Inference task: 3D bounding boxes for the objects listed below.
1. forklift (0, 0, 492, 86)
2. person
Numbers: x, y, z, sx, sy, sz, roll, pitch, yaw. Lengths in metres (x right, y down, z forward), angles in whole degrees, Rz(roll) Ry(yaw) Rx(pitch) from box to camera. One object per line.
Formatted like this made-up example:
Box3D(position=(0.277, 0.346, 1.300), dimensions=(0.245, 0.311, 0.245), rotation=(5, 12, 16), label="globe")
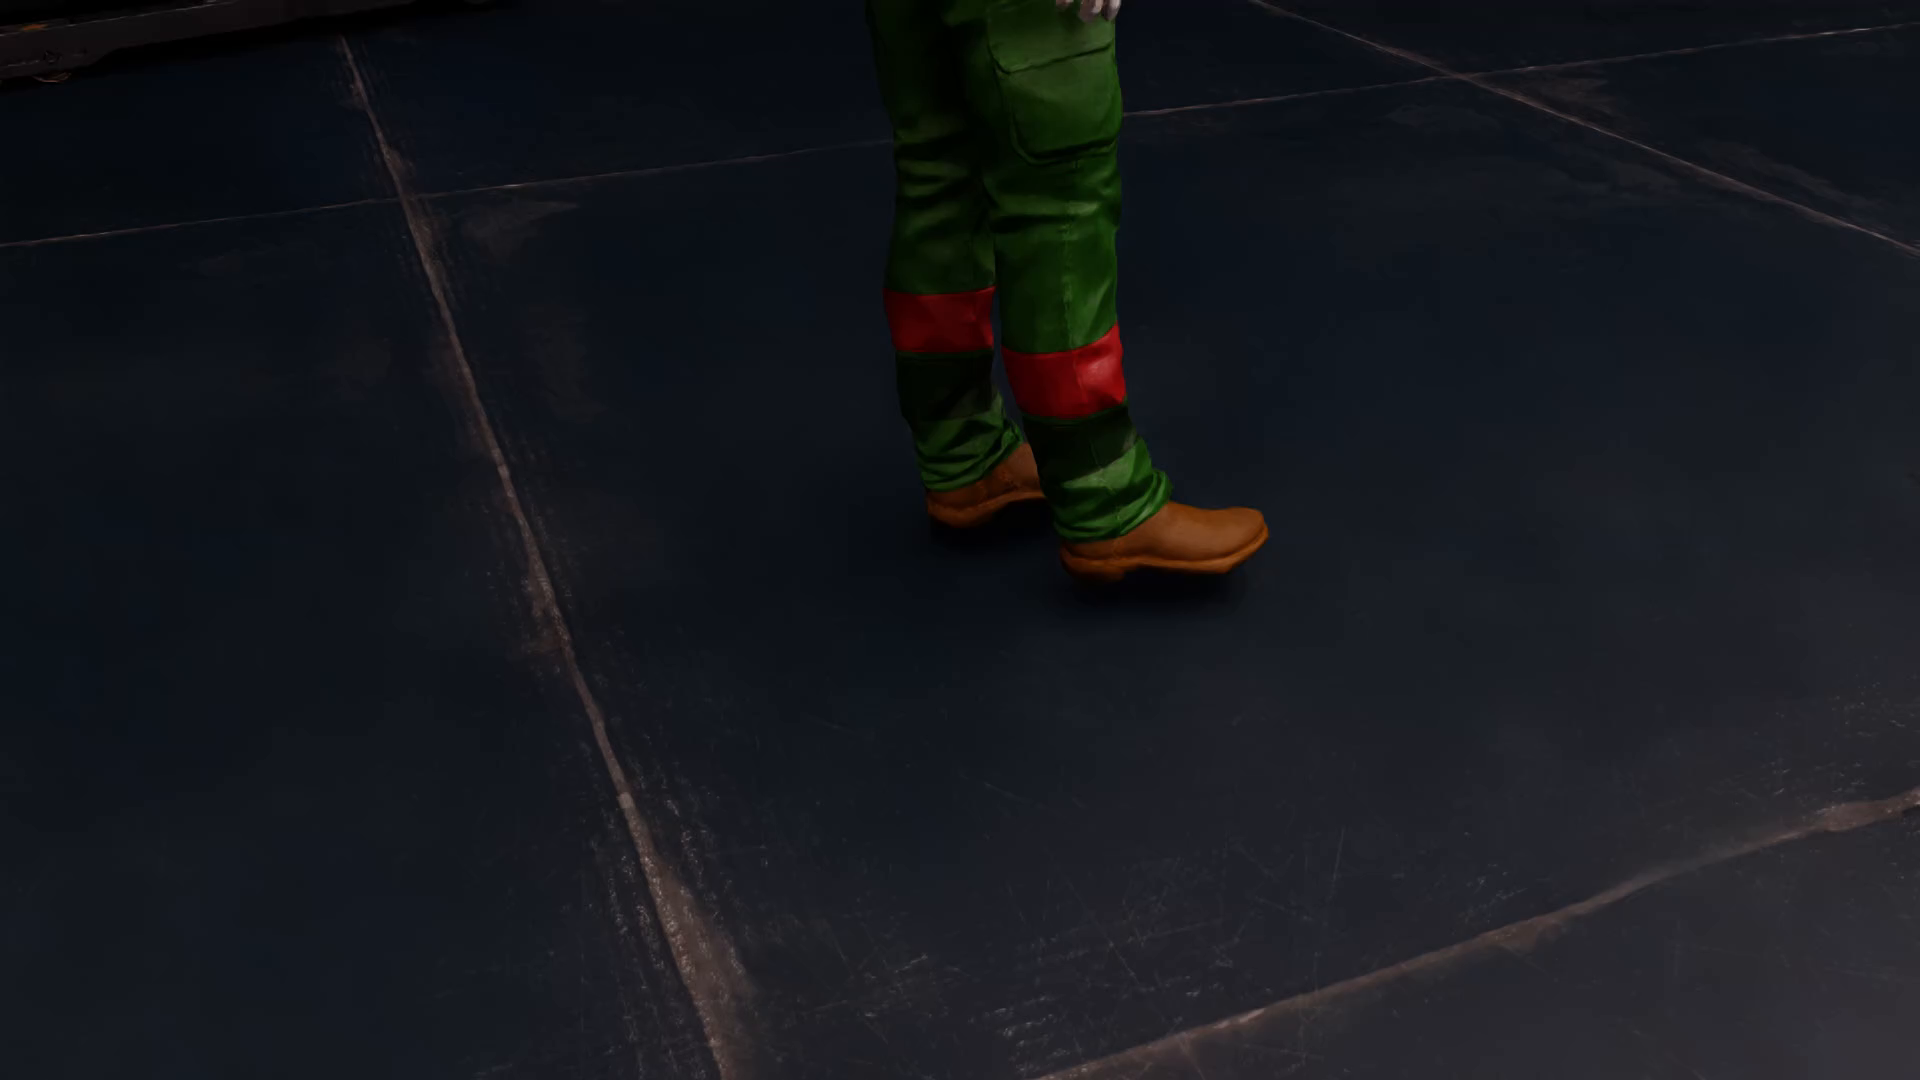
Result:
Box3D(position=(-2.920, -2.825, 4.499), dimensions=(3.031, 2.935, 1.130), rotation=(-24, 38, -36), label="forklift")
Box3D(position=(0.079, -0.828, 2.052), dimensions=(0.563, 1.787, 0.637), rotation=(-11, 32, -19), label="person")
